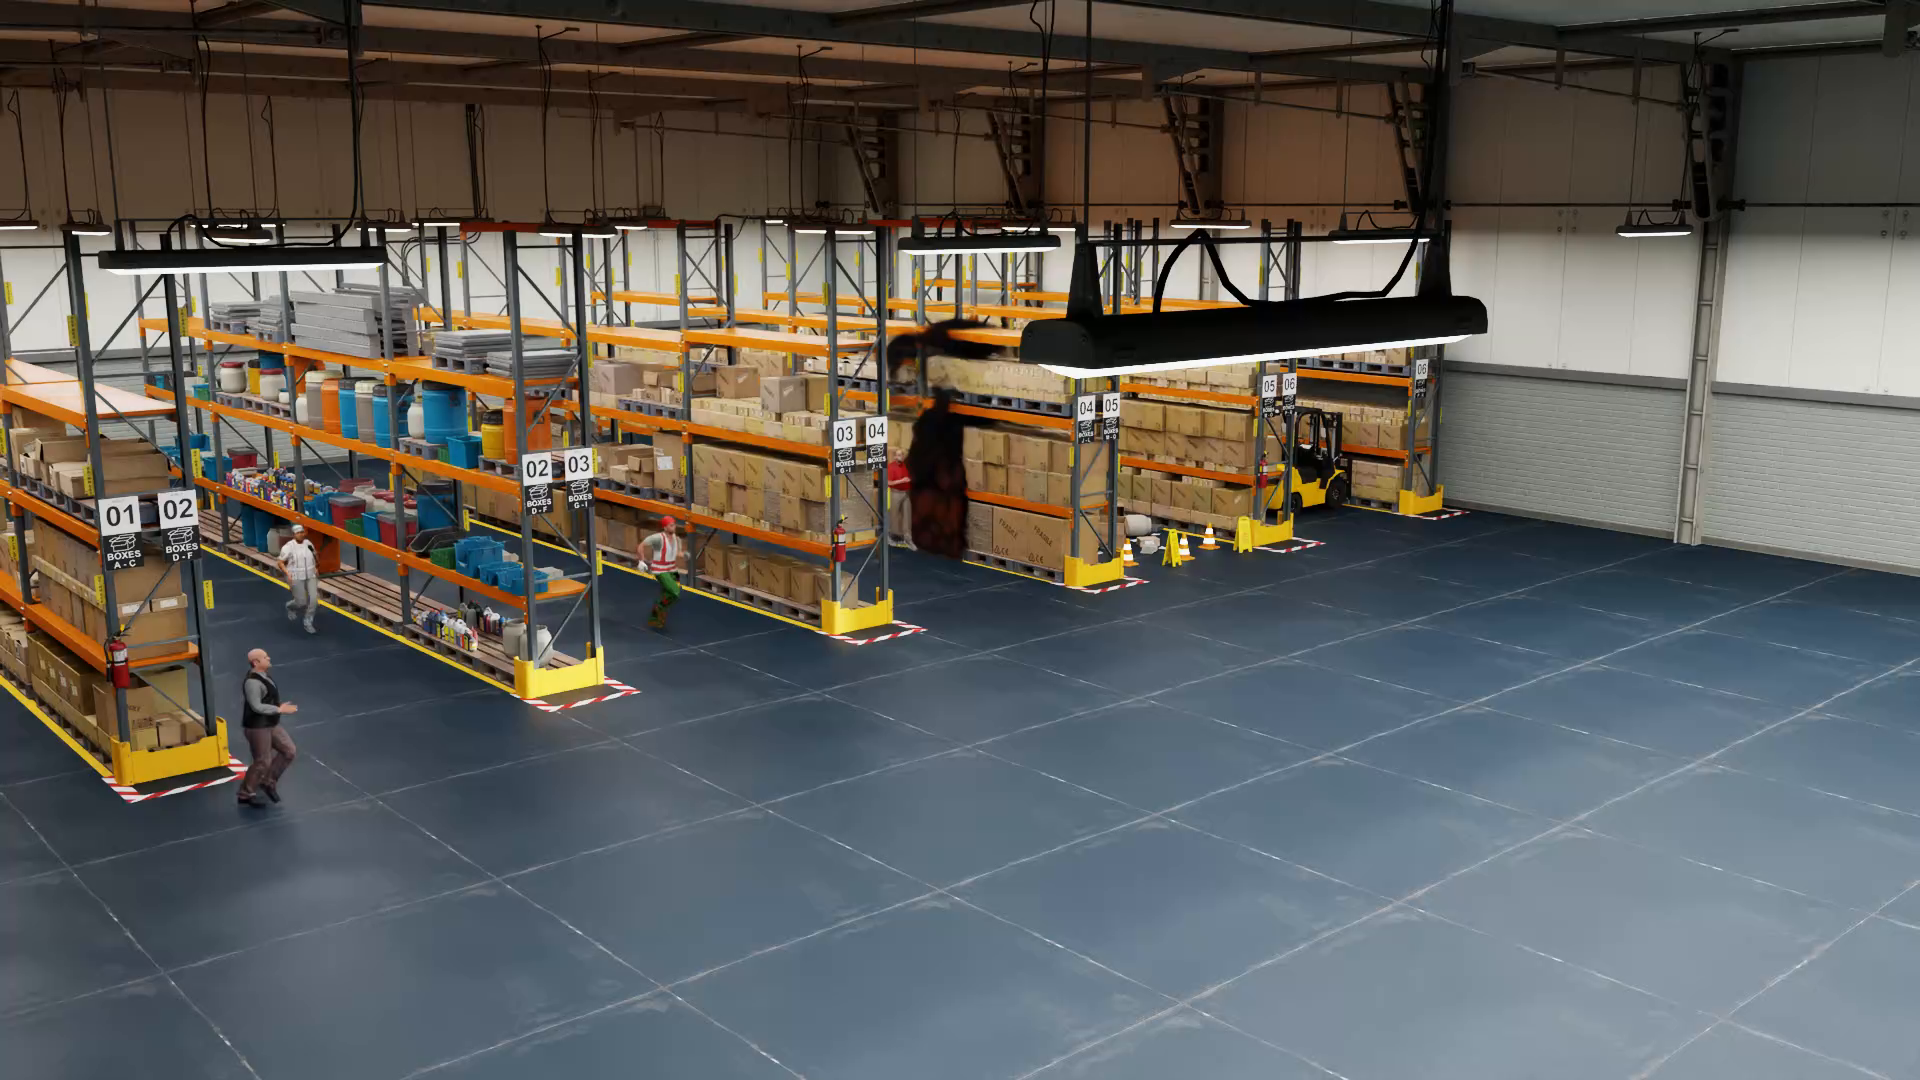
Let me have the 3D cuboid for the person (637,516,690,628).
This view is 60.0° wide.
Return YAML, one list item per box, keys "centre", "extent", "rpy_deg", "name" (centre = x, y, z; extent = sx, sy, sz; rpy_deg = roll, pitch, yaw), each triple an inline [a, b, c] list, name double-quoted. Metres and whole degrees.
- centre: [-4.404, 0.492, 24.967]
  extent: [0.740, 1.727, 0.707]
  rpy_deg: [6, 13, 29]
  name: "person"

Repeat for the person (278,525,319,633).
- centre: [-9.929, 0.567, 25.034]
  extent: [0.575, 1.631, 0.596]
  rpy_deg: [11, 16, 44]
  name: "person"

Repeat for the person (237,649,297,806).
- centre: [-7.388, 1.999, 17.718]
  extent: [0.688, 1.745, 0.681]
  rpy_deg: [-2, 12, -9]
  name: "person"

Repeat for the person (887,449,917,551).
- centre: [-1.082, -0.718, 29.624]
  extent: [0.732, 1.817, 0.642]
  rpy_deg: [11, 16, 42]
  name: "person"
